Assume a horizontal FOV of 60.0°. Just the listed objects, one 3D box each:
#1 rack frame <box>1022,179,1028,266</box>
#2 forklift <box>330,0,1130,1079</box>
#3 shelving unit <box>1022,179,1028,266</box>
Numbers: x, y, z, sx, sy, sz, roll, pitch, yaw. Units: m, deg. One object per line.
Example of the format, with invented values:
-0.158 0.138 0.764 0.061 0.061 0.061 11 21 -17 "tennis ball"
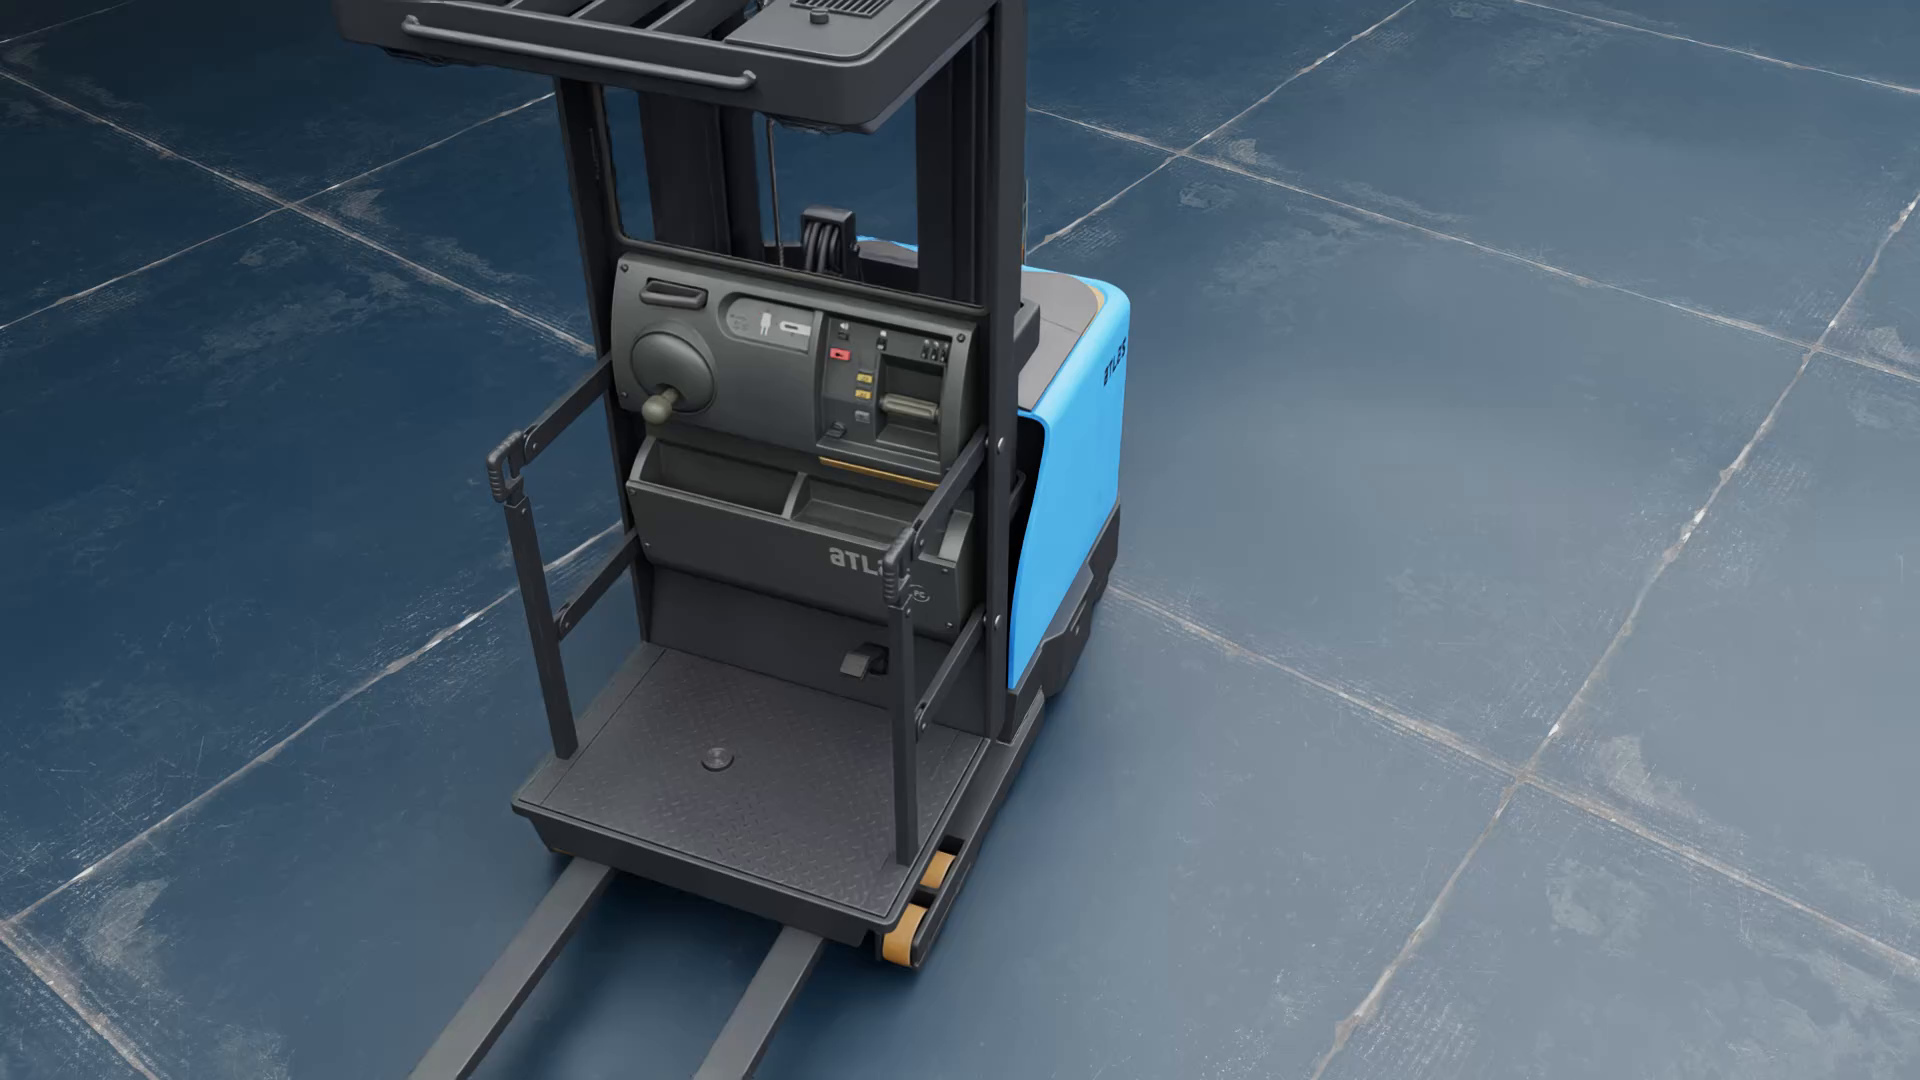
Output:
0.169 -0.602 5.545 0.006 1.200 0.240 14 40 17 "rack frame"
-0.492 -0.342 3.810 1.130 2.935 3.031 14 40 17 "forklift"
0.084 -0.623 5.572 0.189 1.200 0.258 14 40 17 "shelving unit"
